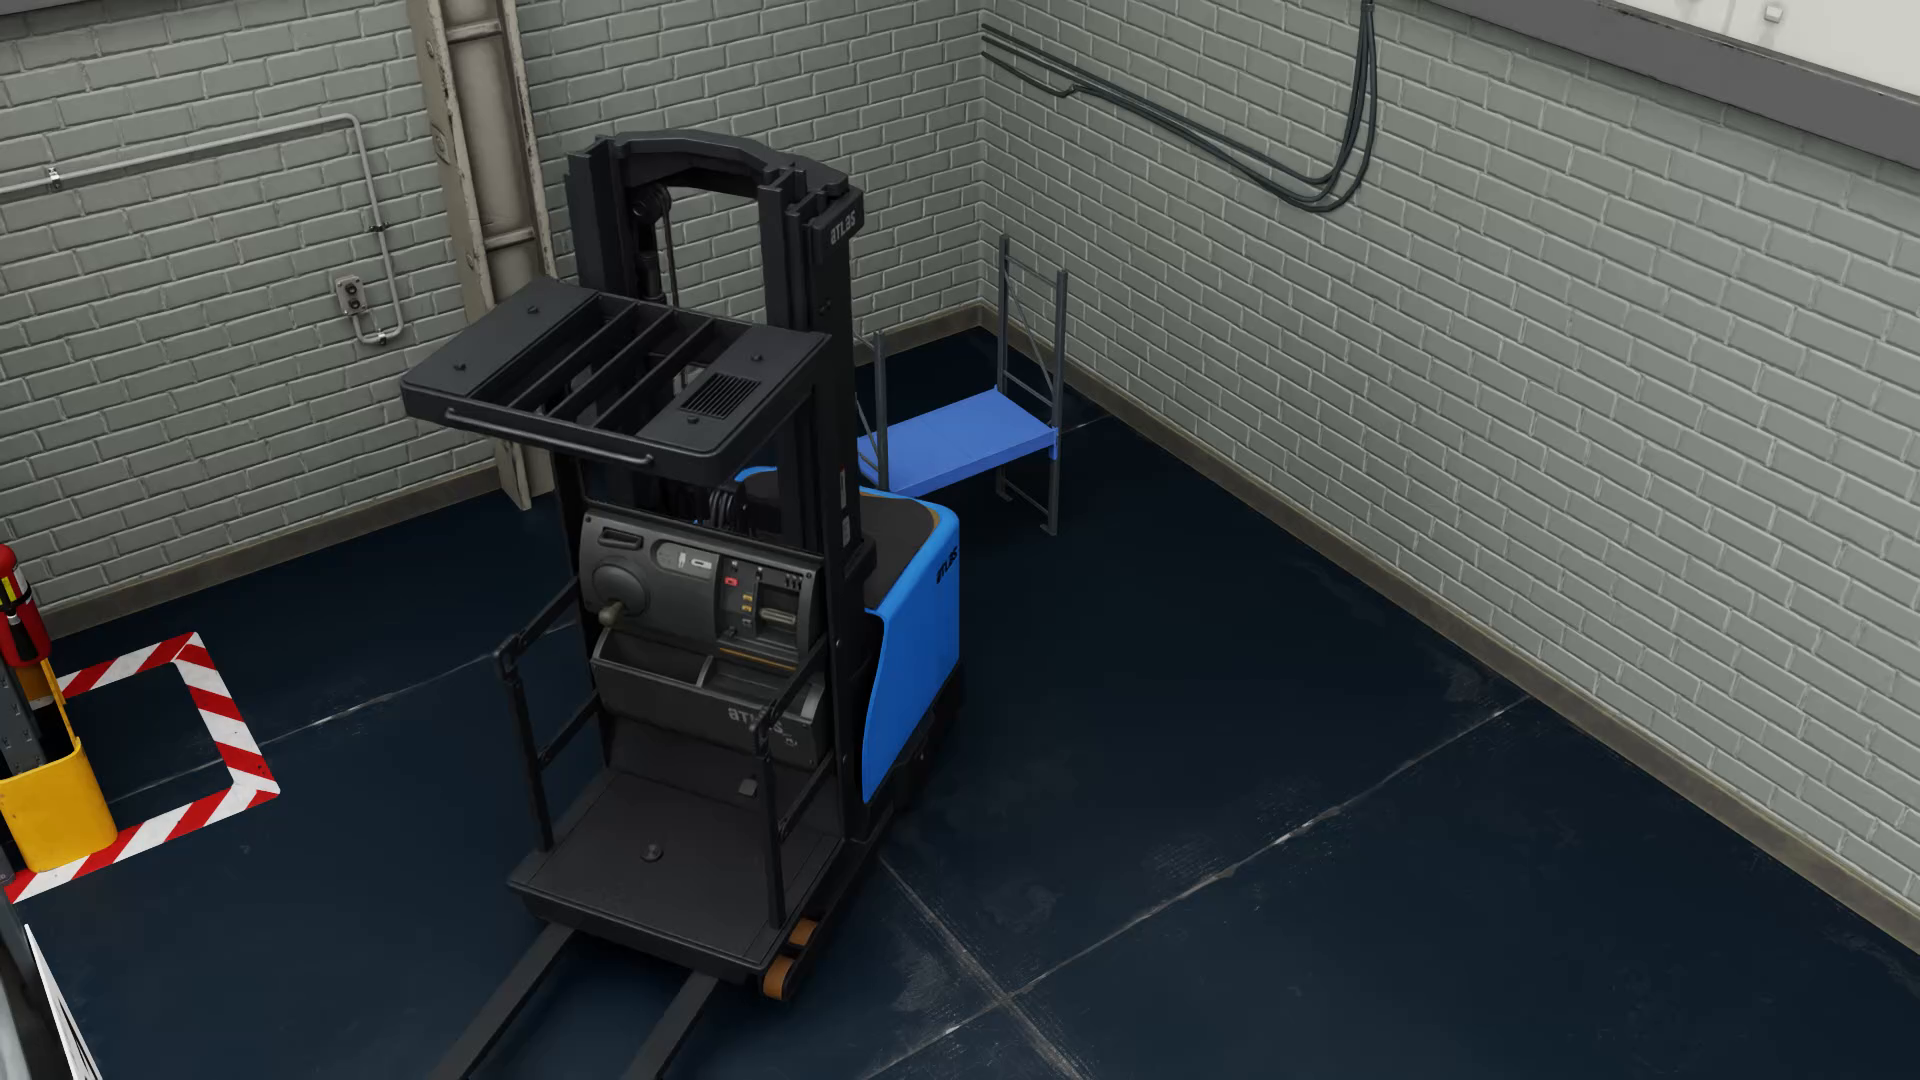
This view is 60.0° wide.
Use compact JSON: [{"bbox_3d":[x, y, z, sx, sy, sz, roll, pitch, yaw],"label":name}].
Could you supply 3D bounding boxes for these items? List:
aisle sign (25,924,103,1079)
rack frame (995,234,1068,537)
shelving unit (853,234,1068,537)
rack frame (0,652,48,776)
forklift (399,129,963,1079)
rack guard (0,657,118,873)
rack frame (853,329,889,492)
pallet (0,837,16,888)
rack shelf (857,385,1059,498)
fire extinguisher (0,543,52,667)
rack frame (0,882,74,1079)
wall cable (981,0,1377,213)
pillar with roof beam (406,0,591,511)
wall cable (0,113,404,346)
[{"bbox_3d":[-1.201,0.955,2.440,0.004,0.787,0.394,-22,41,-28],"label":"aisle sign"},{"bbox_3d":[0.346,-0.751,8.323,0.032,1.500,0.500,-22,41,-28],"label":"rack frame"},{"bbox_3d":[-0.070,-0.580,8.086,1.048,1.500,0.538,-22,41,-28],"label":"shelving unit"},{"bbox_3d":[-3.945,-0.189,6.258,0.127,3.000,1.000,-22,41,-28],"label":"rack frame"},{"bbox_3d":[-1.014,0.238,5.722,1.130,2.935,3.031,13,38,18],"label":"forklift"},{"bbox_3d":[-3.925,0.817,6.999,0.348,0.500,1.175,-22,41,-28],"label":"rack guard"},{"bbox_3d":[-0.485,-0.409,7.848,0.032,1.500,0.500,-22,41,-28],"label":"rack frame"},{"bbox_3d":[-4.553,1.249,6.646,1.213,0.211,1.003,-22,41,-28],"label":"pallet"},{"bbox_3d":[-0.070,-0.434,8.191,1.000,0.185,0.538,-22,41,-28],"label":"rack shelf"},{"bbox_3d":[-3.556,0.163,6.154,0.183,0.674,0.296,-22,41,-28],"label":"fire extinguisher"},{"bbox_3d":[-1.088,-0.262,1.221,0.127,3.000,1.000,-22,41,-28],"label":"rack frame"},{"bbox_3d":[0.884,-3.096,7.821,0.112,2.526,3.097,-22,41,-28],"label":"wall cable"},{"bbox_3d":[0.244,-1.891,3.486,0.400,9.000,9.100,-22,41,-28],"label":"pillar with roof beam"},{"bbox_3d":[-3.443,-1.484,7.188,1.851,1.984,0.084,-22,41,-28],"label":"wall cable"}]
